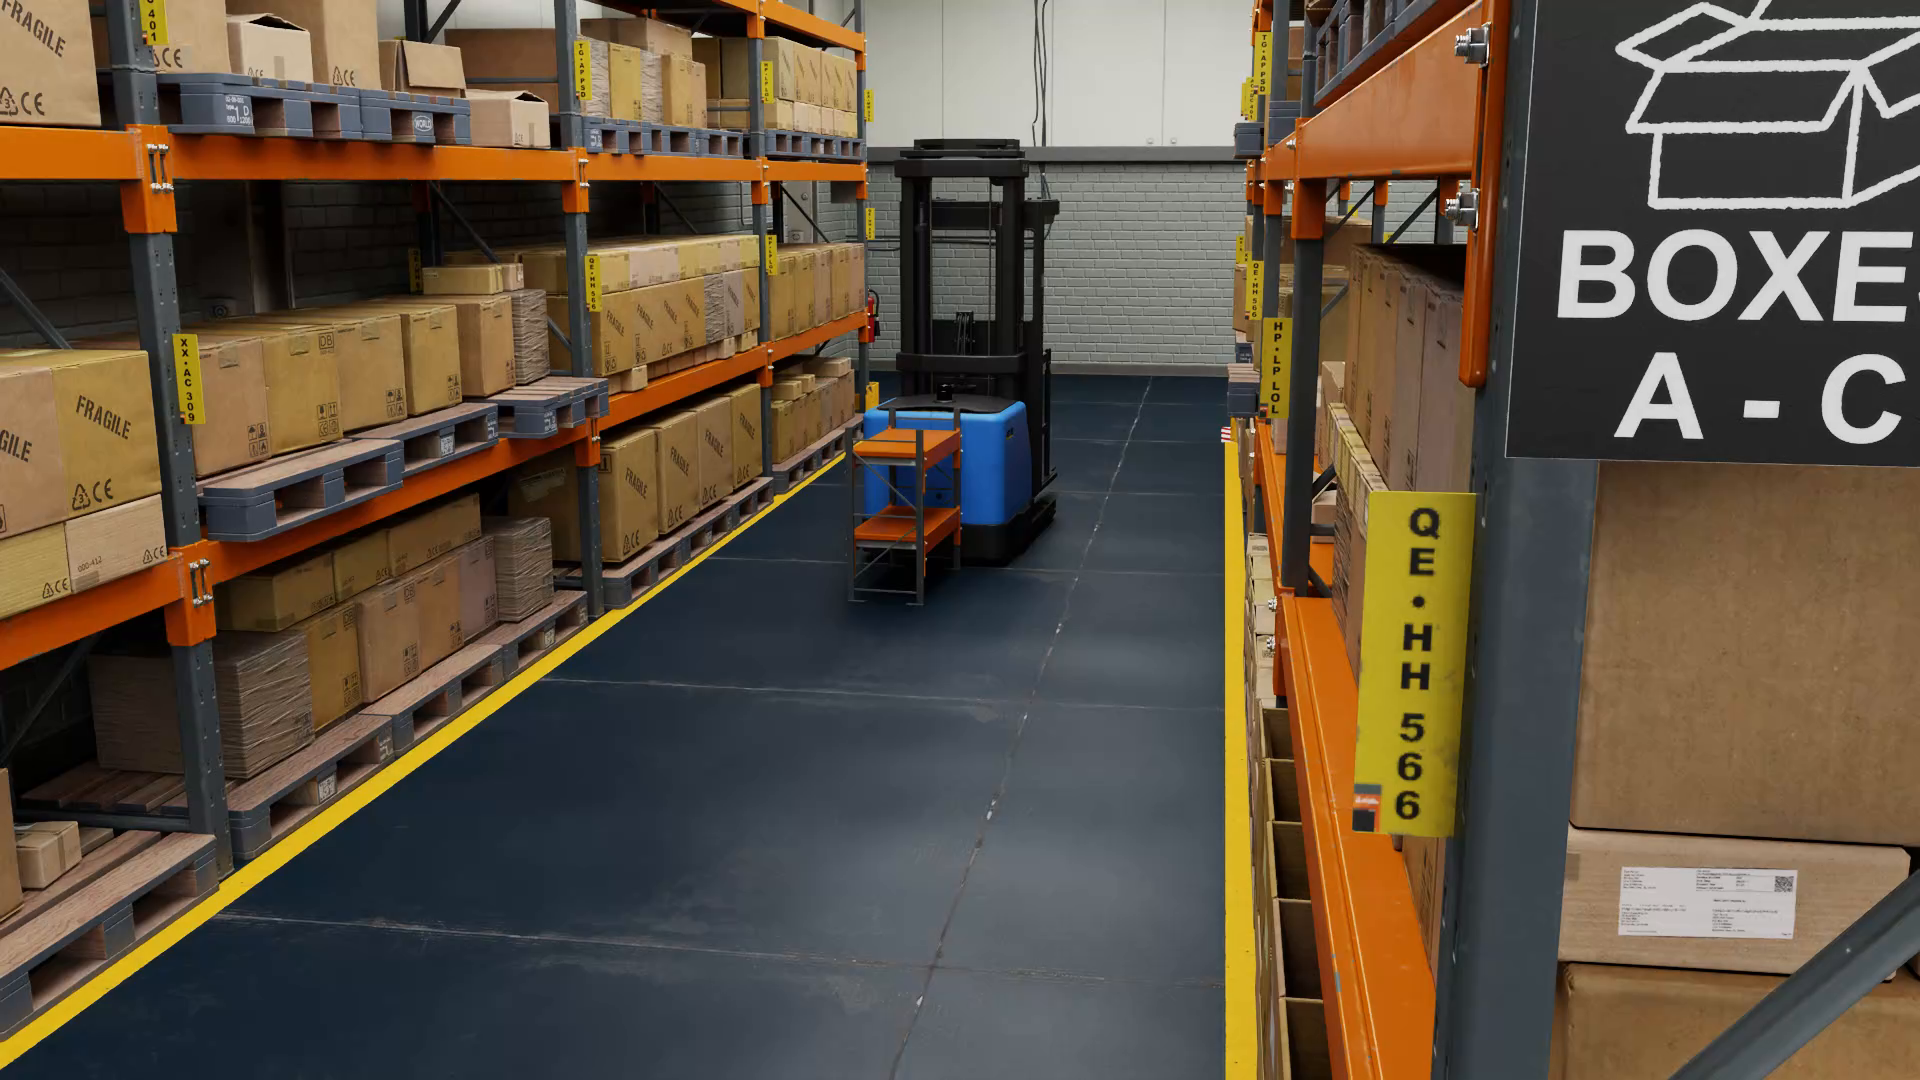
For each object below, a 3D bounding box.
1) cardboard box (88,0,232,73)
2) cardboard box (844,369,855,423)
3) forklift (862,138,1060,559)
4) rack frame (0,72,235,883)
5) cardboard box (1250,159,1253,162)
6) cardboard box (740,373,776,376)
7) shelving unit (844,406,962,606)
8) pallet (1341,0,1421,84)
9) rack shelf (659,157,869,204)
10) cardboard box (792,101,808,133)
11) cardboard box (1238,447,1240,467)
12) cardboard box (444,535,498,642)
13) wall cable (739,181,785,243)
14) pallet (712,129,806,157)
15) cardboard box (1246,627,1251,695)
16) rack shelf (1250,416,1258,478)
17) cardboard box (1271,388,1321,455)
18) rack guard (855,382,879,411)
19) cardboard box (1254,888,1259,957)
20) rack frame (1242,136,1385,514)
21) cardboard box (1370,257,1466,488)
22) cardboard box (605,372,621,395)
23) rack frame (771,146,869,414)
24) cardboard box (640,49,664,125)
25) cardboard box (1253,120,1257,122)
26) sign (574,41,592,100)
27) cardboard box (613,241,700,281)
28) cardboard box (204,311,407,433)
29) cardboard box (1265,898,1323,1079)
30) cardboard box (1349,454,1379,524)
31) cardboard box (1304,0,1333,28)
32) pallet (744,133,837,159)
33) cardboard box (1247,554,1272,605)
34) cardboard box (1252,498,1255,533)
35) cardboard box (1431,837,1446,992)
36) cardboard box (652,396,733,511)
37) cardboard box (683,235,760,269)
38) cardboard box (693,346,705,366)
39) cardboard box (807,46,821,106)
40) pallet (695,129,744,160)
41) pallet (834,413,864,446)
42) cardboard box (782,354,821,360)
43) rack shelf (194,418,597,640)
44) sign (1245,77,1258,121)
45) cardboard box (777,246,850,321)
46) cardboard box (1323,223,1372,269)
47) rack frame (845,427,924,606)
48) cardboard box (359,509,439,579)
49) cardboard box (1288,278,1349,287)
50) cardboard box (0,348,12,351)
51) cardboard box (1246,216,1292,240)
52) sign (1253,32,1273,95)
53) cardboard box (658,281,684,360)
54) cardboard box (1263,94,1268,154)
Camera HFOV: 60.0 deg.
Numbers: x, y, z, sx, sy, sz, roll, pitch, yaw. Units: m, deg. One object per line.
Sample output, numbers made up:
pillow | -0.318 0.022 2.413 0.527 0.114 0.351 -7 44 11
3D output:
cardboard box | -3.166 -2.005 6.324 0.500 0.500 0.500 4 13 17
cardboard box | -1.492 -1.506 17.298 0.700 0.500 0.500 2 12 9
forklift | 0.145 -1.562 12.783 1.130 2.935 3.031 3 12 13
rack frame | -3.329 -0.174 6.179 1.000 3.000 0.127 2 12 9
cardboard box | 2.765 -3.390 14.340 0.500 0.250 0.500 2 12 9
cardboard box | -1.942 -1.485 15.661 0.380 0.149 0.250 2 12 9
shelving unit | -0.358 -0.252 10.993 0.538 1.125 1.048 3 12 13
pallet | 1.271 -1.005 3.128 1.003 0.211 1.213 2 12 9
rack shelf | -1.791 -3.370 15.598 1.077 0.370 4.000 2 12 9
cardboard box | -1.639 -3.727 14.669 0.500 0.250 0.500 2 12 7
cardboard box | 2.603 -0.708 14.383 0.380 0.149 0.250 2 12 9
cardboard box | -2.967 0.256 9.076 0.700 0.500 0.500 2 12 9
wall cable | -2.221 -3.465 19.042 0.084 1.984 1.851 2 12 9
pallet | -1.962 -3.432 14.388 1.003 0.211 1.213 2 12 9
cardboard box | 1.661 0.605 8.096 0.500 0.250 0.500 2 12 7
rack shelf | 2.489 -0.911 11.309 1.077 0.370 4.000 2 12 9
cardboard box | 1.853 -0.623 8.476 0.500 0.311 0.500 2 12 8
rack guard | -1.479 -1.455 18.056 1.175 0.500 0.348 2 12 9
cardboard box | 1.196 1.212 5.281 0.500 0.250 0.500 2 12 9
rack frame | 2.797 -1.679 13.165 1.000 3.000 0.127 2 12 9
cardboard box | 1.351 -0.395 3.889 0.700 0.500 0.500 2 12 9
cardboard box | -2.387 -1.006 10.592 0.380 0.149 0.250 2 12 9
rack frame | -1.483 -2.672 17.770 1.000 3.000 0.127 2 12 9
cardboard box | -2.504 -3.169 11.678 0.700 0.500 0.500 2 12 9
cardboard box | 2.604 -3.427 13.323 0.500 0.250 0.500 2 12 9
sign | -2.178 -2.707 9.588 0.100 0.325 0.005 2 12 9
cardboard box | -2.162 -1.986 11.816 0.500 0.250 0.500 2 12 7
cardboard box | -3.053 -0.797 7.788 0.700 0.500 0.500 4 13 16
cardboard box | 0.957 1.157 3.754 0.500 0.500 0.500 2 12 9
cardboard box | 1.178 -0.117 4.141 0.380 0.149 0.250 1 12 7
cardboard box | 1.229 -1.706 4.605 0.500 0.500 0.500 3 13 13
pallet | -1.772 -3.685 15.563 1.003 0.211 1.213 2 12 9
cardboard box | 1.739 0.227 8.517 0.500 0.311 0.500 2 12 7
cardboard box | 2.094 -0.042 10.457 0.500 0.500 0.500 2 12 11
cardboard box | 1.112 0.564 2.520 0.700 0.500 0.500 2 12 10
cardboard box | -2.204 -0.669 12.582 0.750 0.750 0.750 2 12 10
cardboard box | -1.917 -2.304 13.293 0.500 0.250 0.500 2 12 10
cardboard box | -2.109 -1.383 12.341 0.380 0.149 0.250 2 12 7
cardboard box | -1.568 -4.202 15.094 0.500 0.500 0.500 2 12 9
pallet | -2.191 -3.019 12.717 0.805 0.209 1.217 1 12 6
pallet | -1.529 -1.139 17.279 1.003 0.211 1.213 2 12 9
cardboard box | -1.670 -1.856 17.380 0.380 0.149 0.250 2 12 9
rack shelf | -3.021 -0.238 8.186 1.077 0.370 4.000 2 12 9
sign | 2.260 -3.414 12.869 0.100 0.325 0.005 2 12 9
cardboard box | -1.653 -2.560 16.540 0.980 0.700 0.700 2 12 8
cardboard box | 3.148 -2.306 13.462 0.500 0.500 0.500 2 12 10
rack frame | -0.474 -0.148 10.509 0.500 1.125 0.032 3 12 13
cardboard box | -2.996 0.010 8.438 0.500 0.250 0.500 2 12 8
cardboard box | 2.497 -1.420 10.726 0.700 0.500 0.500 4 13 19
cardboard box | -3.607 -0.386 5.691 0.500 0.500 0.500 2 12 7
cardboard box | 3.011 -2.857 16.018 0.500 0.500 0.500 2 12 9
sign | 1.646 -2.584 9.014 0.100 0.325 0.005 2 12 9
cardboard box | -2.219 -1.515 11.413 0.500 0.500 0.500 2 12 8
cardboard box | 2.374 -2.668 10.396 0.910 0.500 0.500 2 12 9
